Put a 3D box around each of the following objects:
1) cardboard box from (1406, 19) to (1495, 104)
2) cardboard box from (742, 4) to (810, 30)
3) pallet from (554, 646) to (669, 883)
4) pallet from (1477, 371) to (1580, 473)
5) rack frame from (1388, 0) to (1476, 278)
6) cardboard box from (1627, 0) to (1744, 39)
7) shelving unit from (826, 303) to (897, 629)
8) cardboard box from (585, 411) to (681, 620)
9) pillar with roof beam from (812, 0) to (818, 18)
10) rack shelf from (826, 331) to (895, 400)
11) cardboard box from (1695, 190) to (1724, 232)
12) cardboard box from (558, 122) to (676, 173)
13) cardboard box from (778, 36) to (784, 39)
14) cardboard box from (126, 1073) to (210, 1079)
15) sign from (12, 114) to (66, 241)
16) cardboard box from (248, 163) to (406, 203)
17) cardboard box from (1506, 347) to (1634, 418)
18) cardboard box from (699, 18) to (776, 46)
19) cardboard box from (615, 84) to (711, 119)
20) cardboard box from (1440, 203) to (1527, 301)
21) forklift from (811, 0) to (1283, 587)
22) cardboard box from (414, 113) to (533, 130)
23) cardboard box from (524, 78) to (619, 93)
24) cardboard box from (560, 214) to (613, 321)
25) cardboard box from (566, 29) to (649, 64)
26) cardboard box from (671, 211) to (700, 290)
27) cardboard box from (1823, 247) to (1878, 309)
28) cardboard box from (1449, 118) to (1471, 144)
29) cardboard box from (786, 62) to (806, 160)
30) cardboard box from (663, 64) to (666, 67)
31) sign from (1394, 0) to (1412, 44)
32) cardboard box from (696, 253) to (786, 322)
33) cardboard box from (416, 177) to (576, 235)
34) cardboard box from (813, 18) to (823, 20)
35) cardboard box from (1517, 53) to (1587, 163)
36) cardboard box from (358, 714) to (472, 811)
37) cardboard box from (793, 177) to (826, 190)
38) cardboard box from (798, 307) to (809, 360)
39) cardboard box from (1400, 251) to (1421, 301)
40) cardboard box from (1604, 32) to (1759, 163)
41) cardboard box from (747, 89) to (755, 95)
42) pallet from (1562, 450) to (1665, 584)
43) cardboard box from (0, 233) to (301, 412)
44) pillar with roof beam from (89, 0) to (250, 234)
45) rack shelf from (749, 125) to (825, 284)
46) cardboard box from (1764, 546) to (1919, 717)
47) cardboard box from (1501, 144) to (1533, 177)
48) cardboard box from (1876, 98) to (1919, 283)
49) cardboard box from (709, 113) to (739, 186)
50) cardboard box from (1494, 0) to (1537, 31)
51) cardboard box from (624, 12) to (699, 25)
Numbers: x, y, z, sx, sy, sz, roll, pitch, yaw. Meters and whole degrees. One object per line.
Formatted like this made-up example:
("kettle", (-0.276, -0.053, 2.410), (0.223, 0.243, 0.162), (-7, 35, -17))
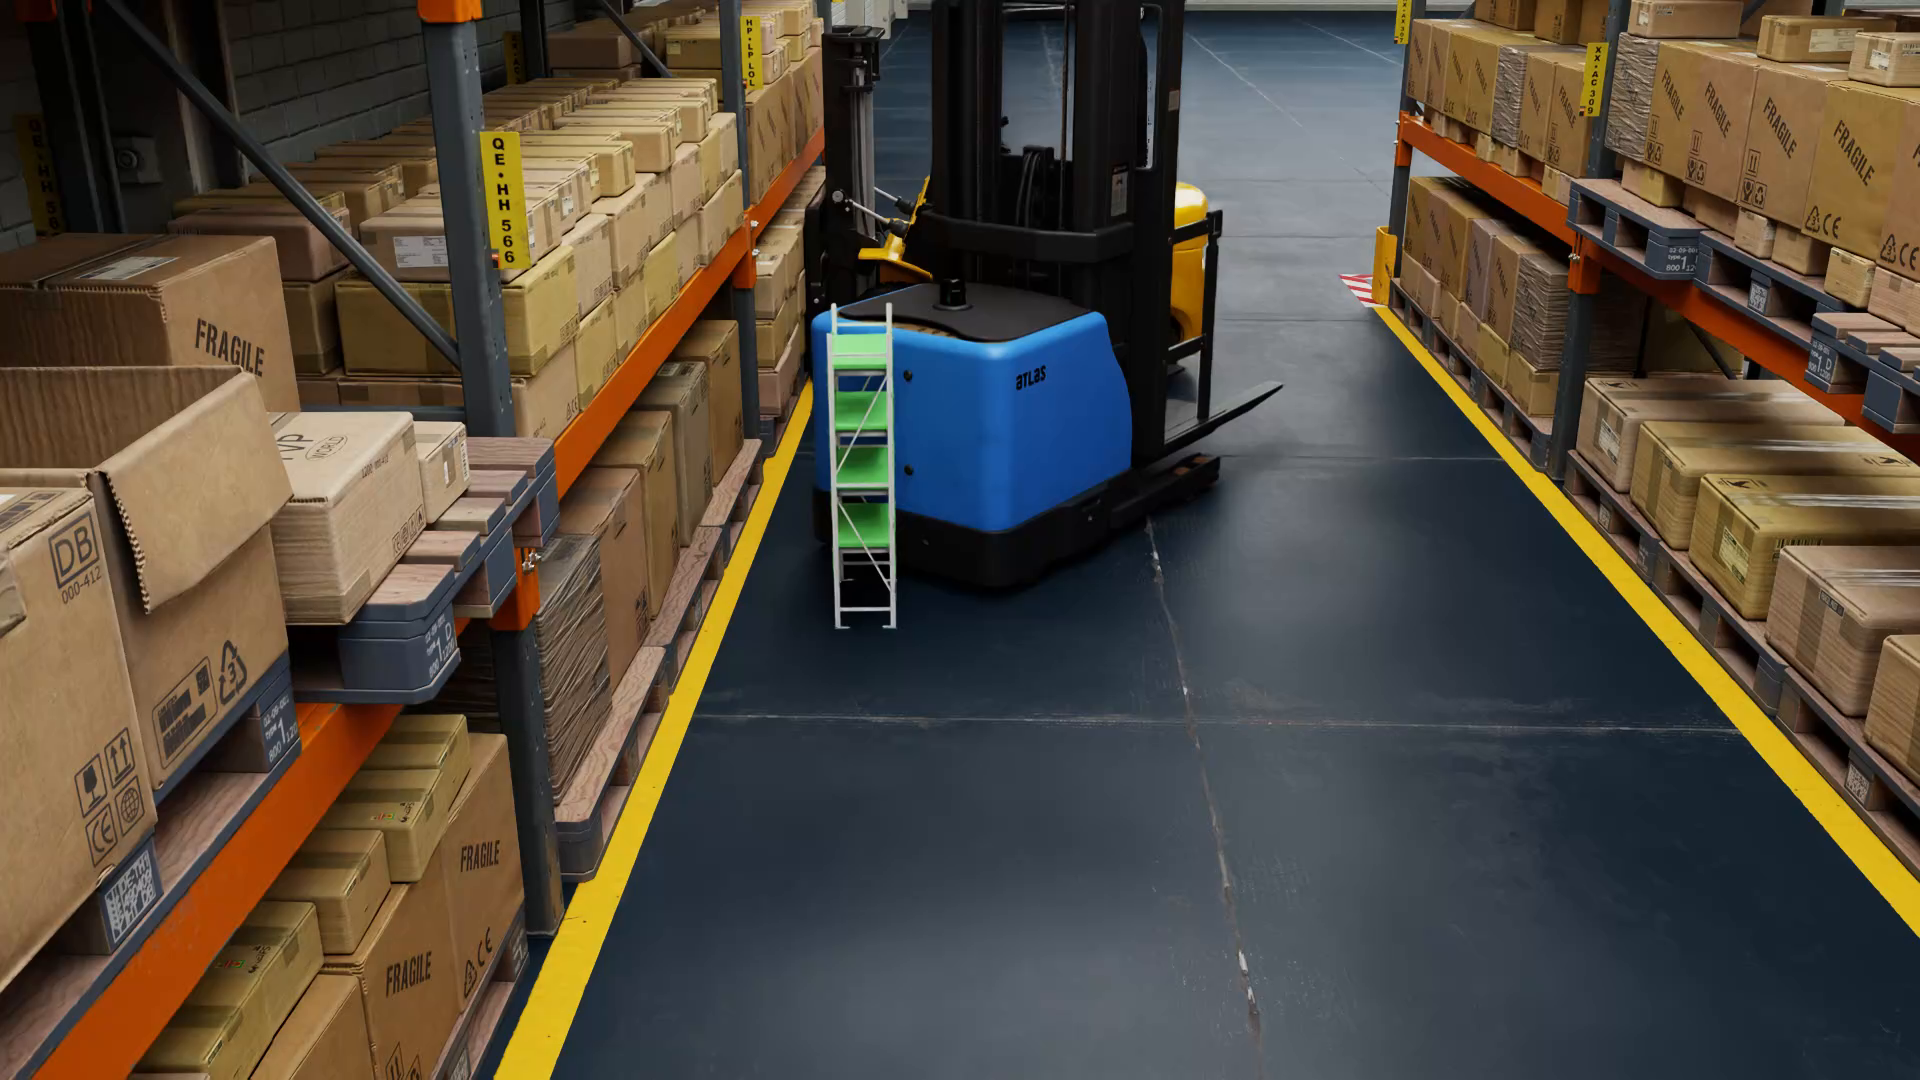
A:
("cardboard box", (3.280, -3.166, 10.993), (0.500, 0.500, 0.500), (0, 21, 1))
("cardboard box", (-1.126, -3.189, 10.155), (0.380, 0.149, 0.250), (1, 21, 3))
("pallet", (-1.569, 0.693, 5.451), (1.003, 0.211, 1.213), (1, 21, 2))
("pallet", (3.436, -0.646, 8.902), (1.003, 0.211, 1.213), (1, 21, 2))
("rack frame", (3.572, -3.149, 11.498), (1.000, 3.000, 0.127), (1, 21, 2))
("cardboard box", (3.083, -2.220, 7.077), (0.380, 0.149, 0.250), (1, 21, 1))
("shelving unit", (-0.385, -0.296, 6.634), (0.258, 1.200, 0.503), (-1, 21, -2))
("cardboard box", (-1.568, -0.104, 6.351), (0.875, 0.625, 0.625), (0, 21, -1))
("pillar with roof beam", (2.357, -10.049, 20.987), (9.100, 9.000, 0.400), (1, 21, 2))
("rack shelf", (-0.385, -0.684, 6.484), (0.258, 0.148, 0.480), (-1, 21, -2))
("cardboard box", (3.120, -1.299, 6.497), (0.380, 0.149, 0.250), (1, 21, 2))
("cardboard box", (-1.239, -1.420, 6.007), (0.380, 0.149, 0.250), (0, 21, 0))
("cardboard box", (-1.232, -2.869, 9.743), (0.380, 0.149, 0.250), (0, 21, 1))
("cardboard box", (-1.463, 1.018, 2.737), (0.380, 0.149, 0.250), (0, 21, -1))
("sign", (-2.188, -0.854, 3.984), (0.100, 0.325, 0.005), (1, 21, 2))
("cardboard box", (-1.922, -1.057, 5.071), (0.380, 0.149, 0.250), (0, 21, 1))
("cardboard box", (3.200, -0.833, 8.751), (0.500, 0.250, 0.500), (2, 21, 4))
("cardboard box", (-1.197, -2.730, 8.971), (0.380, 0.149, 0.250), (0, 21, 1))
("cardboard box", (-1.289, -1.886, 7.207), (0.380, 0.149, 0.250), (0, 21, 1))
("cardboard box", (3.236, -1.745, 10.063), (0.500, 0.500, 0.500), (1, 21, 3))
("forklift", (0.621, -1.645, 7.717), (1.130, 2.935, 3.031), (15, 26, 33))
("cardboard box", (-1.828, -1.520, 6.264), (0.380, 0.149, 0.250), (0, 21, 1))
("cardboard box", (-1.736, -1.980, 7.451), (0.380, 0.149, 0.250), (0, 21, 0))
("cardboard box", (-1.359, -0.812, 4.990), (0.500, 0.250, 0.500), (1, 21, 3))
("cardboard box", (-1.754, -2.453, 8.257), (0.380, 0.149, 0.250), (0, 21, 0))
("cardboard box", (-1.320, -1.140, 6.527), (0.500, 0.250, 0.500), (1, 21, 2))
("cardboard box", (3.012, -0.836, 5.304), (0.380, 0.149, 0.250), (1, 21, 3))
("cardboard box", (3.244, -2.540, 10.275), (0.380, 0.149, 0.250), (1, 21, 3))
("cardboard box", (-1.187, -2.513, 9.722), (0.500, 0.500, 0.500), (1, 21, 2))
("cardboard box", (-1.699, -2.594, 9.032), (0.380, 0.149, 0.250), (1, 21, 3))
("sign", (3.030, -3.558, 11.357), (0.100, 0.325, 0.005), (1, 21, 2))
("cardboard box", (-1.183, -1.307, 8.590), (0.500, 0.250, 0.500), (0, 21, 1))
("cardboard box", (-1.340, -0.960, 4.823), (0.380, 0.149, 0.250), (1, 21, 3))
("cardboard box", (-1.120, -3.423, 11.169), (0.380, 0.149, 0.250), (1, 21, 2))
("cardboard box", (3.224, -2.238, 8.600), (0.500, 0.500, 0.500), (1, 21, 3))
("cardboard box", (-1.395, 0.539, 3.972), (0.380, 0.149, 0.250), (0, 21, -1))
("cardboard box", (-1.101, -2.228, 10.962), (0.500, 0.250, 0.500), (1, 21, 3))
("cardboard box", (-1.165, -1.211, 9.723), (0.500, 0.250, 0.500), (1, 21, 3))
("cardboard box", (3.271, -1.774, 11.176), (0.500, 0.250, 0.500), (0, 21, 1))
("cardboard box", (3.150, -1.917, 7.194), (0.500, 0.500, 0.500), (1, 21, 3))
("cardboard box", (-1.232, -2.311, 8.303), (0.380, 0.149, 0.250), (1, 21, 3))
("pallet", (3.428, -0.121, 7.549), (1.003, 0.211, 1.213), (1, 21, 2))
("cardboard box", (-1.805, -0.368, 3.611), (0.500, 0.500, 0.500), (2, 21, 4))
("pillar with roof beam", (1.809, -3.540, 4.214), (9.100, 9.000, 0.400), (1, 21, 2))
("rack shelf", (-1.450, -2.144, 9.902), (1.077, 0.370, 4.000), (1, 21, 2))
("cardboard box", (3.370, 0.302, 5.657), (0.950, 0.372, 0.625), (0, 21, 1))
("cardboard box", (3.183, -2.073, 9.071), (0.380, 0.149, 0.250), (0, 21, 1))
("cardboard box", (3.069, -0.992, 4.809), (0.500, 0.500, 0.500), (0, 21, 1))
("cardboard box", (-1.270, -1.739, 7.380), (0.500, 0.250, 0.500), (0, 21, 0))
("cardboard box", (3.752, -3.430, 10.292), (0.700, 0.500, 0.500), (1, 21, 2))
("cardboard box", (-1.693, -2.916, 9.452), (0.380, 0.149, 0.250), (1, 21, 3))
